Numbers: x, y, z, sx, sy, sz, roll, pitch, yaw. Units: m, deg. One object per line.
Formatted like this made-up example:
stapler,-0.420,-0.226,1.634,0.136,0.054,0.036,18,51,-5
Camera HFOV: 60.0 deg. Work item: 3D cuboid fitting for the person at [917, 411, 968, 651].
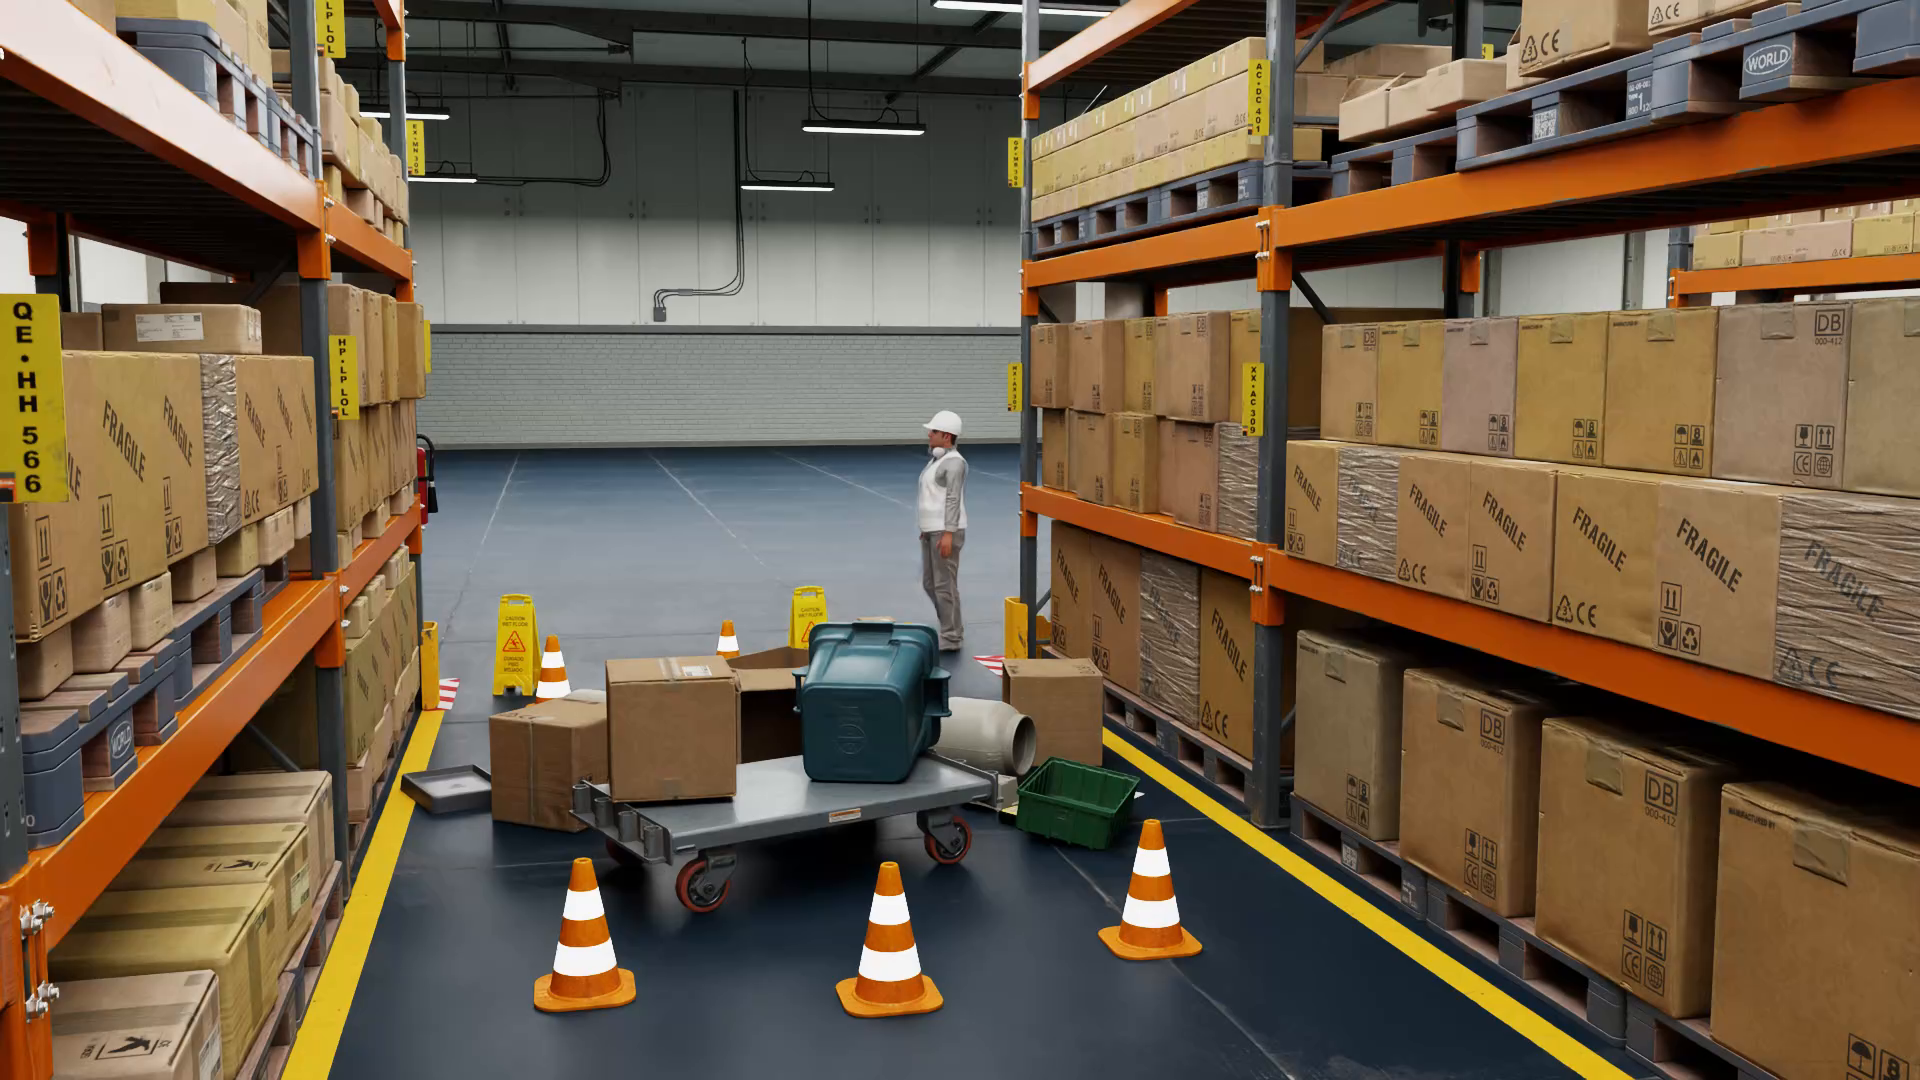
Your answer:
person,-0.134,-0.058,12.365,0.379,1.789,0.546,-2,6,-14
